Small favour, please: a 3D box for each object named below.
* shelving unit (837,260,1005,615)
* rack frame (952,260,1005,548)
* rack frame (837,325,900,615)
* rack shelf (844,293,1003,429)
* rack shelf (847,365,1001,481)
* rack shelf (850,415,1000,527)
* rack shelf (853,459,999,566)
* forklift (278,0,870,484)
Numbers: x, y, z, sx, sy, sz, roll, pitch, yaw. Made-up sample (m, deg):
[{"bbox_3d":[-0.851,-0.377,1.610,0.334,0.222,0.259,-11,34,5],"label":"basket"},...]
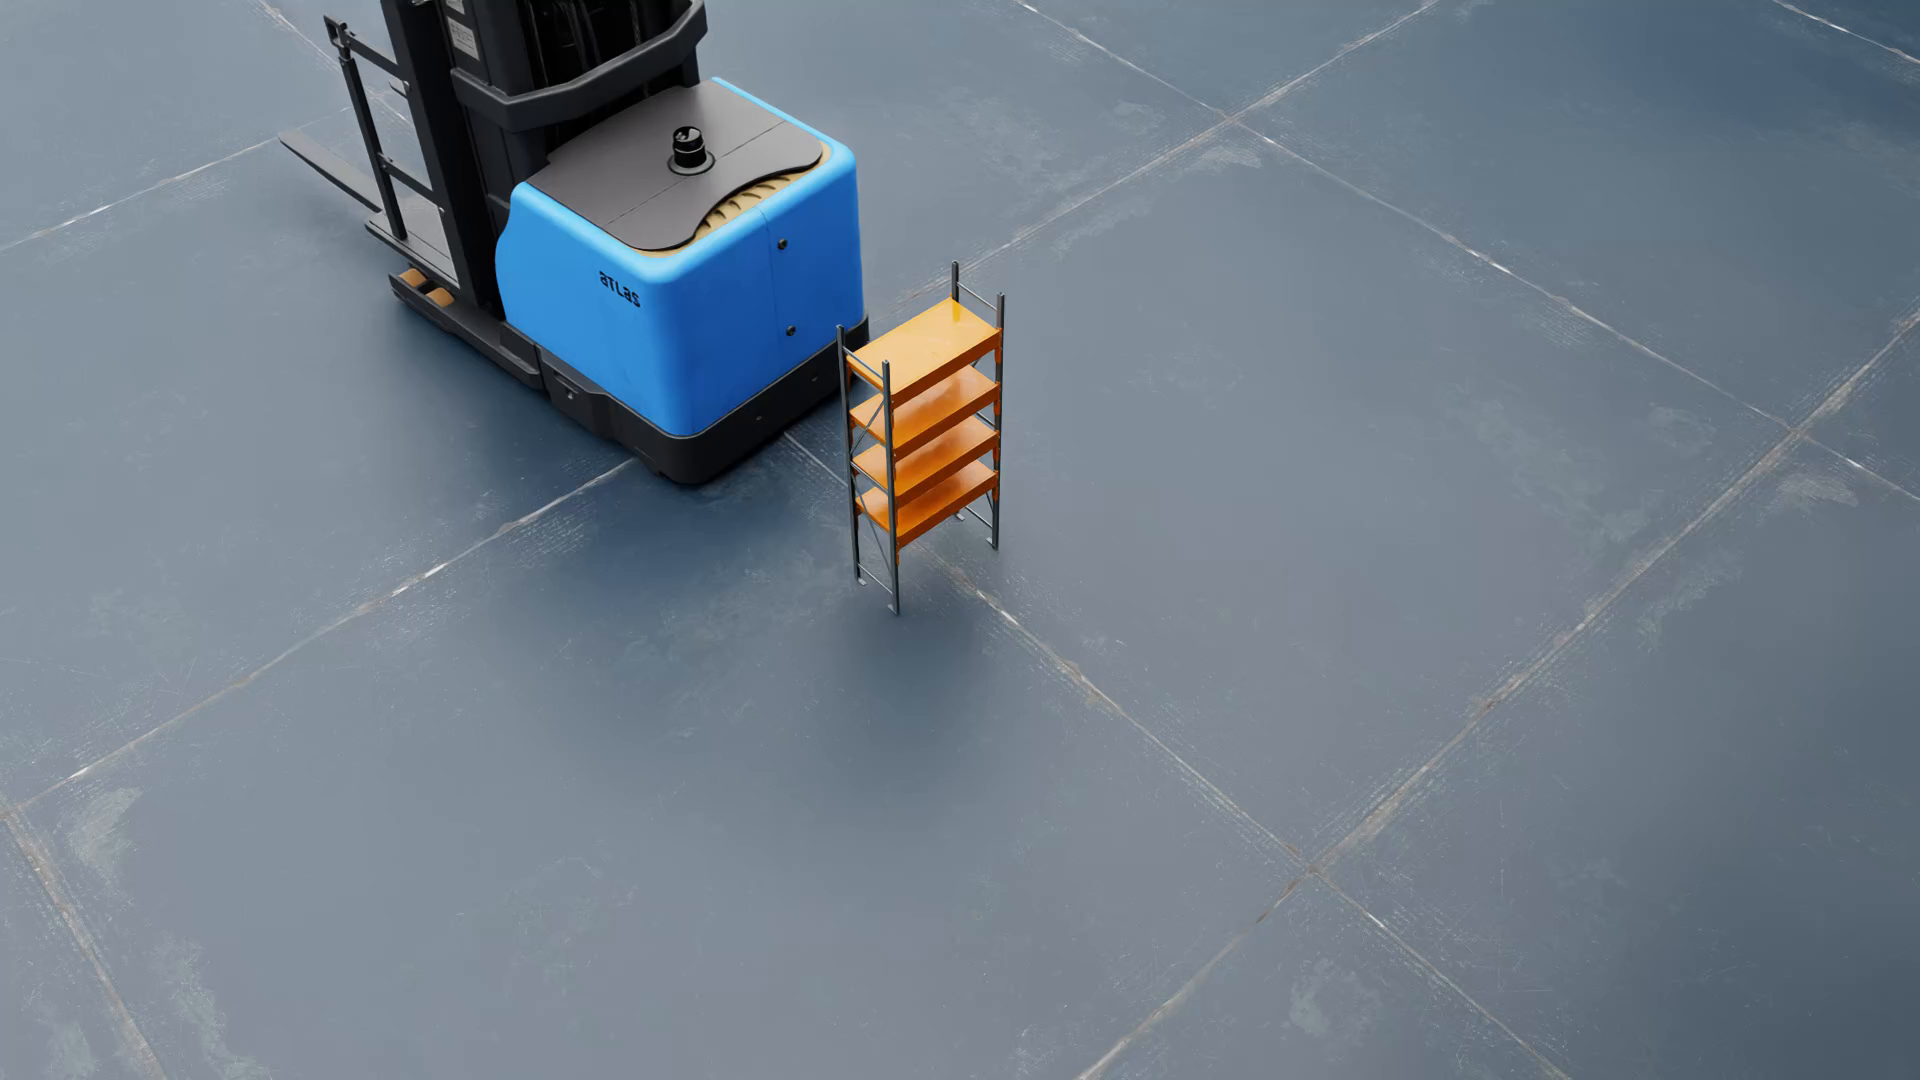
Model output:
[{"bbox_3d":[-0.122,-0.325,5.734,0.503,1.200,0.258,-34,56,-27],"label":"shelving unit"},{"bbox_3d":[0.058,-0.446,5.845,0.015,1.200,0.240,-34,56,-27],"label":"rack frame"},{"bbox_3d":[-0.303,-0.204,5.622,0.015,1.200,0.240,-34,56,-27],"label":"rack frame"},{"bbox_3d":[-0.122,-0.592,5.445,0.480,0.148,0.258,-34,56,-27],"label":"rack shelf"},{"bbox_3d":[-0.122,-0.431,5.619,0.480,0.148,0.258,-34,56,-27],"label":"rack shelf"},{"bbox_3d":[-0.122,-0.279,5.783,0.480,0.148,0.258,-34,56,-27],"label":"rack shelf"},{"bbox_3d":[-0.122,-0.145,5.929,0.480,0.148,0.258,-34,56,-27],"label":"rack shelf"},{"bbox_3d":[-1.802,-2.156,6.245,3.031,2.935,1.130,33,56,27],"label":"forklift"}]
